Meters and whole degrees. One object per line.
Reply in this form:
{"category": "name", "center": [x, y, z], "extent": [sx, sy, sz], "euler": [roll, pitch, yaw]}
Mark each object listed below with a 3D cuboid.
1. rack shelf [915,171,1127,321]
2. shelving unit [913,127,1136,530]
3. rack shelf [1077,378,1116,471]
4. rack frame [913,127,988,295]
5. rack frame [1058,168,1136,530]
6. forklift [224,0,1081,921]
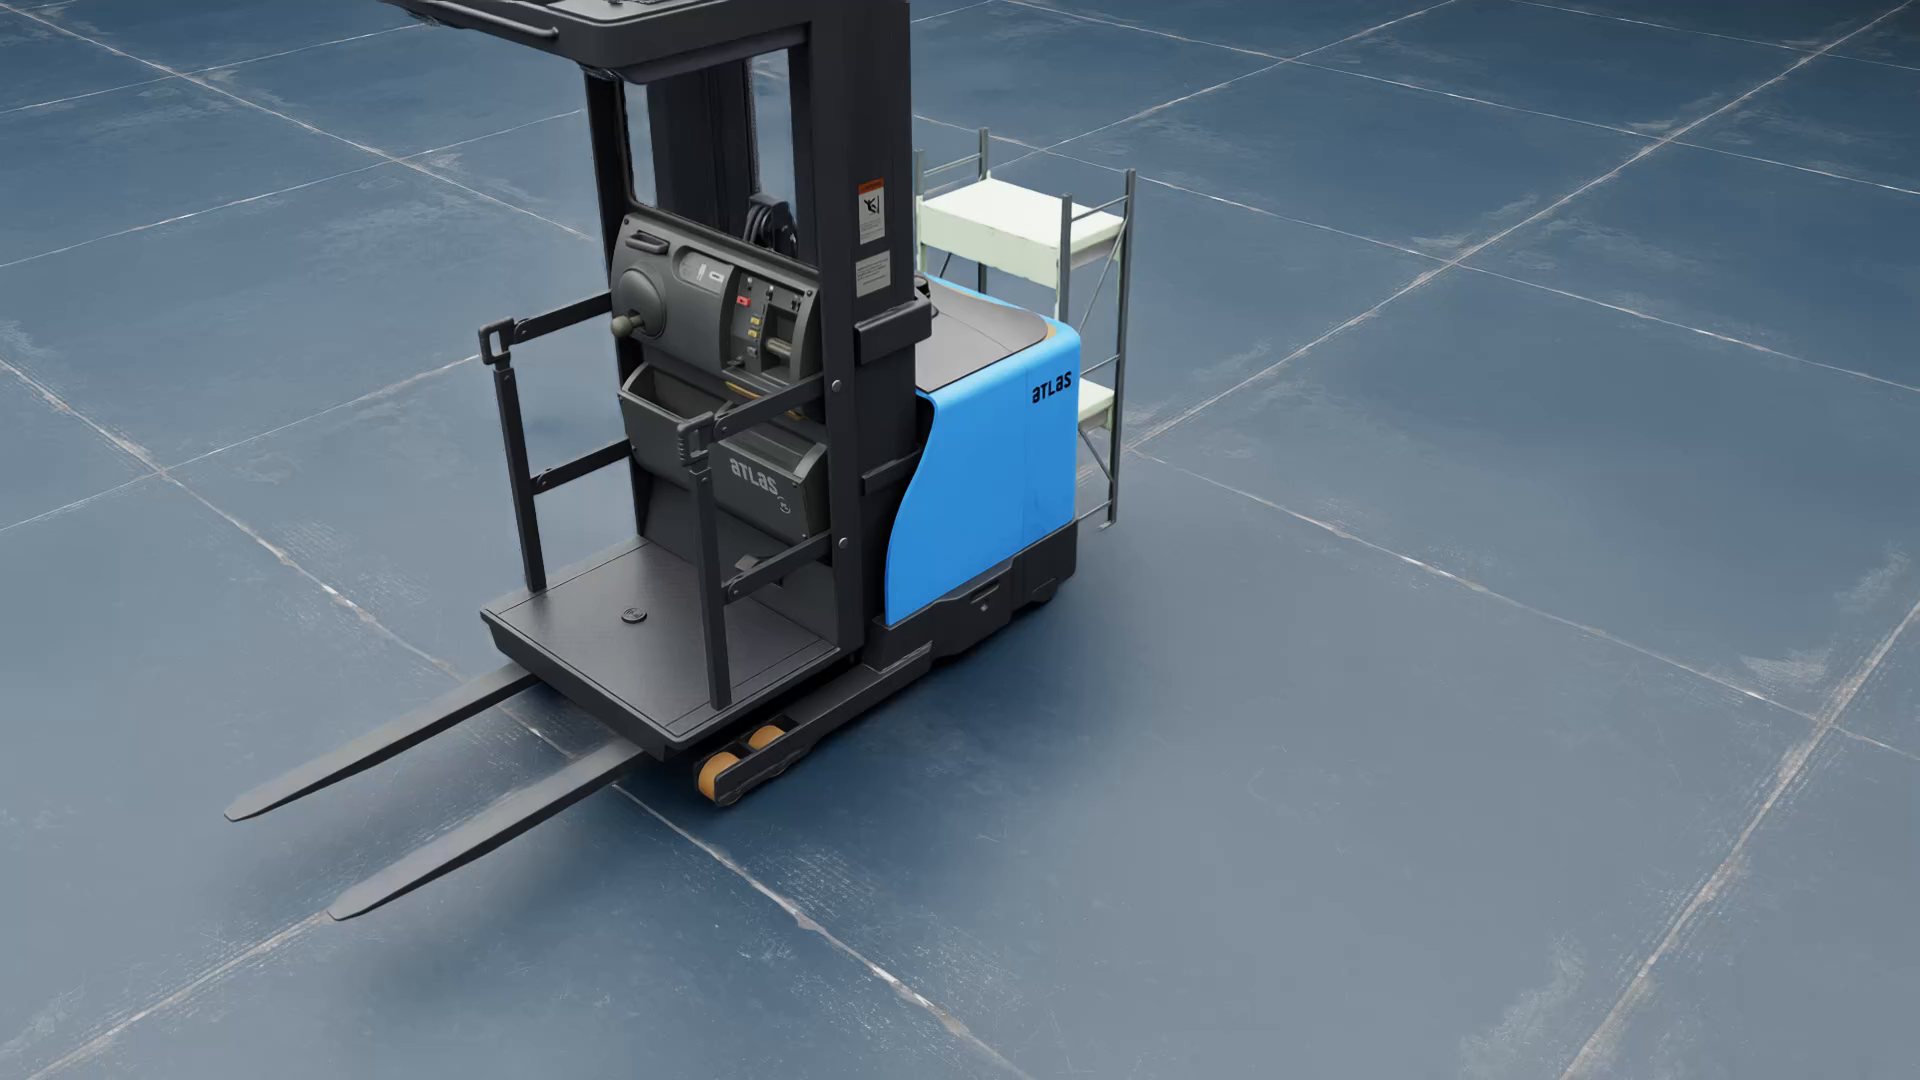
{"category": "rack shelf", "center": [0.235, -1.109, 6.381], "extent": [0.720, 0.370, 0.431], "euler": [26, 39, 36]}
{"category": "shelving unit", "center": [0.235, -0.775, 6.582], "extent": [0.755, 1.500, 0.431], "euler": [26, 39, 36]}
{"category": "rack shelf", "center": [0.235, -0.495, 6.751], "extent": [0.720, 0.370, 0.431], "euler": [26, 39, 36]}
{"category": "rack frame", "center": [-0.032, -0.903, 6.797], "extent": [0.023, 1.500, 0.400], "euler": [26, 39, 36]}
{"category": "rack frame", "center": [0.503, -0.646, 6.368], "extent": [0.023, 1.500, 0.400], "euler": [26, 39, 36]}
{"category": "forklift", "center": [-0.925, -0.704, 5.078], "extent": [1.130, 2.935, 3.031], "euler": [26, 39, 36]}
